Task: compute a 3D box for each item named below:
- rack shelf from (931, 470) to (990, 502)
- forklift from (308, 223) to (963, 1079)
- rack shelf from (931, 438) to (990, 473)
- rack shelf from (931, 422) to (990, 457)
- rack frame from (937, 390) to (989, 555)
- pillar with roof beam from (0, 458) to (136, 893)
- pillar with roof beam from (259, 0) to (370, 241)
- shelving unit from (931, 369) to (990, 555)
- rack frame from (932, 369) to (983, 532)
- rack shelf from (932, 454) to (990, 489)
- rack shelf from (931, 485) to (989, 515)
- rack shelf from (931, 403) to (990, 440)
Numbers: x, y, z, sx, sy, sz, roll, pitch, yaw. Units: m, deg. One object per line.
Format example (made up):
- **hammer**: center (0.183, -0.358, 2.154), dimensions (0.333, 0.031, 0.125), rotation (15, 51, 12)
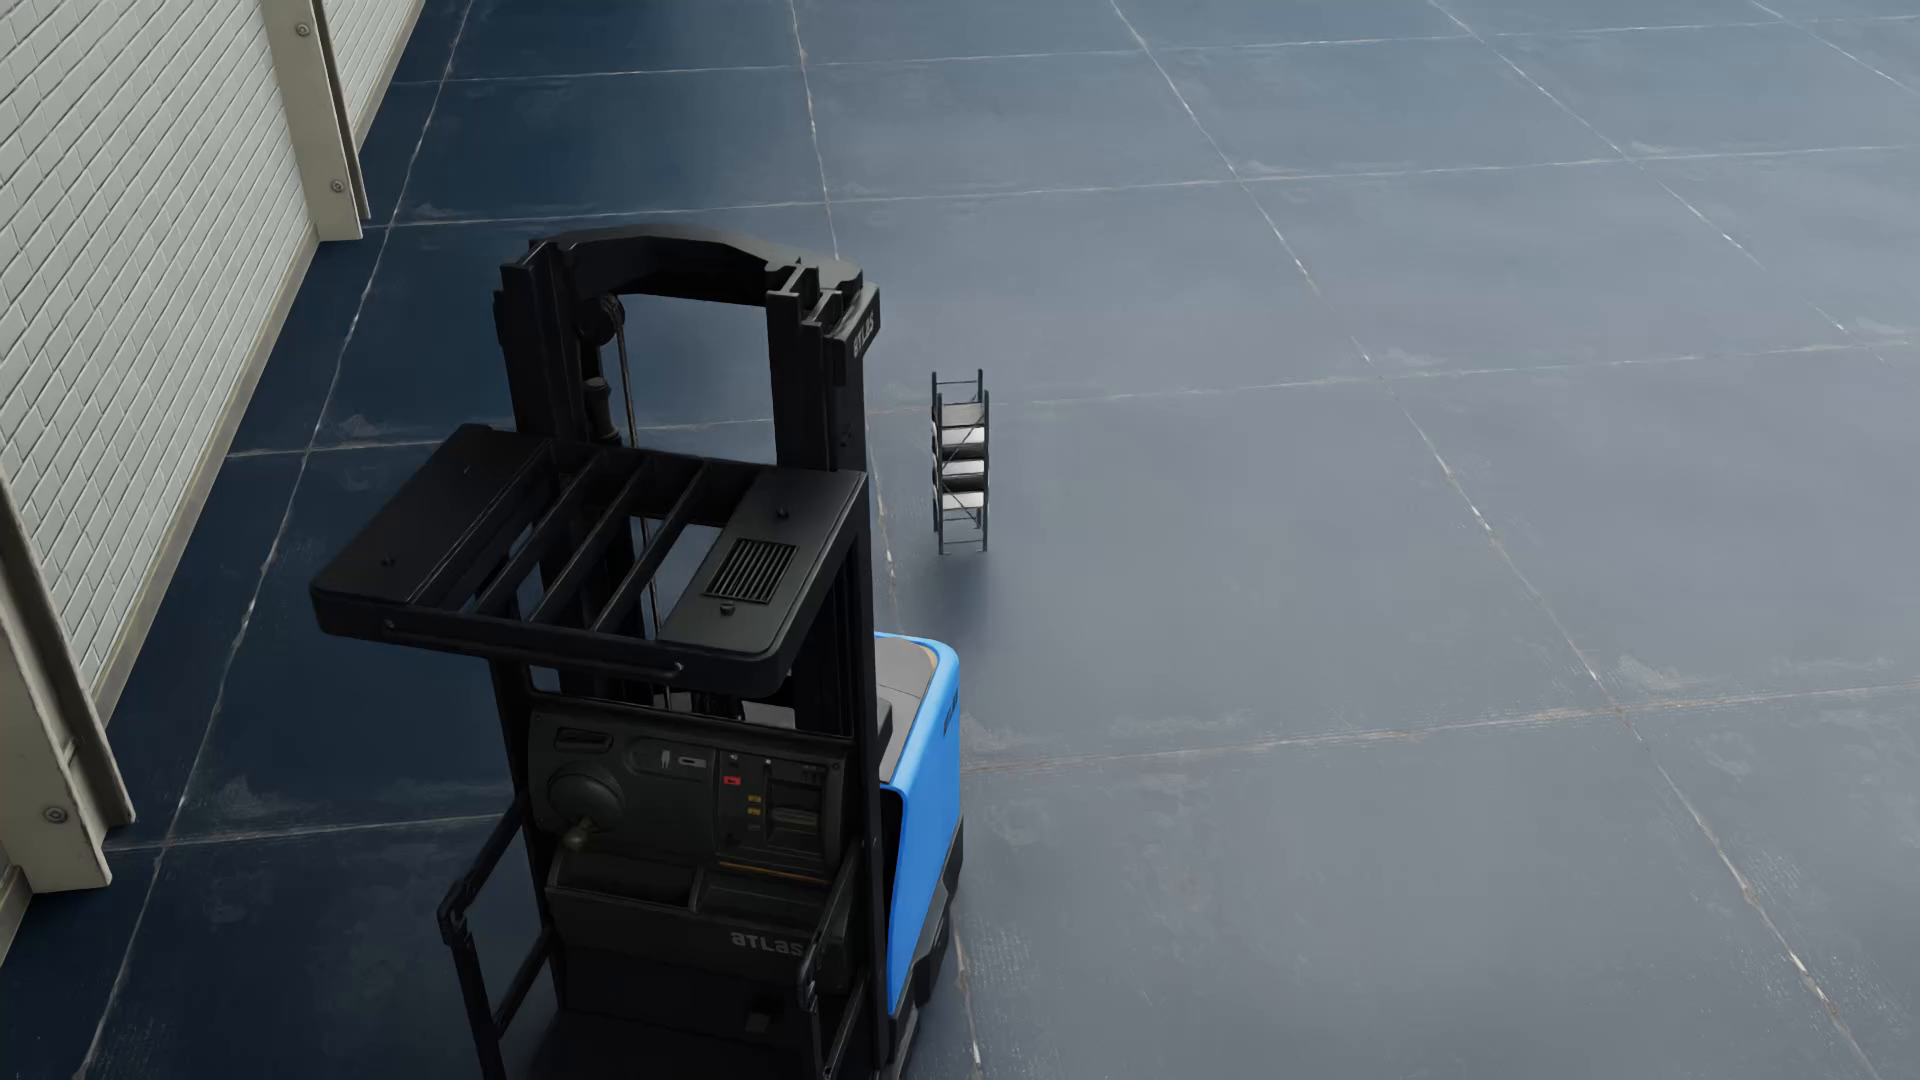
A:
- **rack shelf**: center (0.001, -0.265, 8.059), dimensions (0.258, 0.077, 0.200), rotation (-4, 35, -6)
- **forklift**: center (-0.820, 0.780, 4.502), dimensions (1.130, 2.935, 3.031), rotation (7, 35, 11)
- **rack shelf**: center (0.001, -0.414, 7.958), dimensions (0.258, 0.077, 0.200), rotation (-4, 35, -6)
- **rack shelf**: center (0.001, -0.489, 7.907), dimensions (0.258, 0.077, 0.200), rotation (-4, 35, -6)
- **rack frame**: center (0.015, -0.311, 7.907), dimensions (0.240, 0.900, 0.006), rotation (-4, 35, -6)
- **pillar with roof beam**: center (0.851, -2.828, 4.409), dimensions (9.100, 9.000, 0.400), rotation (-4, 35, -6)
- **pillar with roof beam**: center (0.044, -6.176, 9.322), dimensions (9.100, 9.000, 0.400), rotation (-4, 35, -6)
- **shelving unit**: center (0.001, -0.367, 7.990), dimensions (0.258, 0.900, 0.210), rotation (-4, 35, -6)
- **rack frame**: center (-0.013, -0.424, 8.073), dimensions (0.240, 0.900, 0.006), rotation (-4, 35, -6)
- **rack shelf**: center (0.001, -0.340, 8.009), dimensions (0.258, 0.077, 0.200), rotation (-4, 35, -6)
- **rack shelf**: center (0.001, -0.191, 8.110), dimensions (0.258, 0.077, 0.200), rotation (-4, 35, -6)
- **rack shelf**: center (0.001, -0.563, 7.857), dimensions (0.258, 0.077, 0.200), rotation (-4, 35, -6)
